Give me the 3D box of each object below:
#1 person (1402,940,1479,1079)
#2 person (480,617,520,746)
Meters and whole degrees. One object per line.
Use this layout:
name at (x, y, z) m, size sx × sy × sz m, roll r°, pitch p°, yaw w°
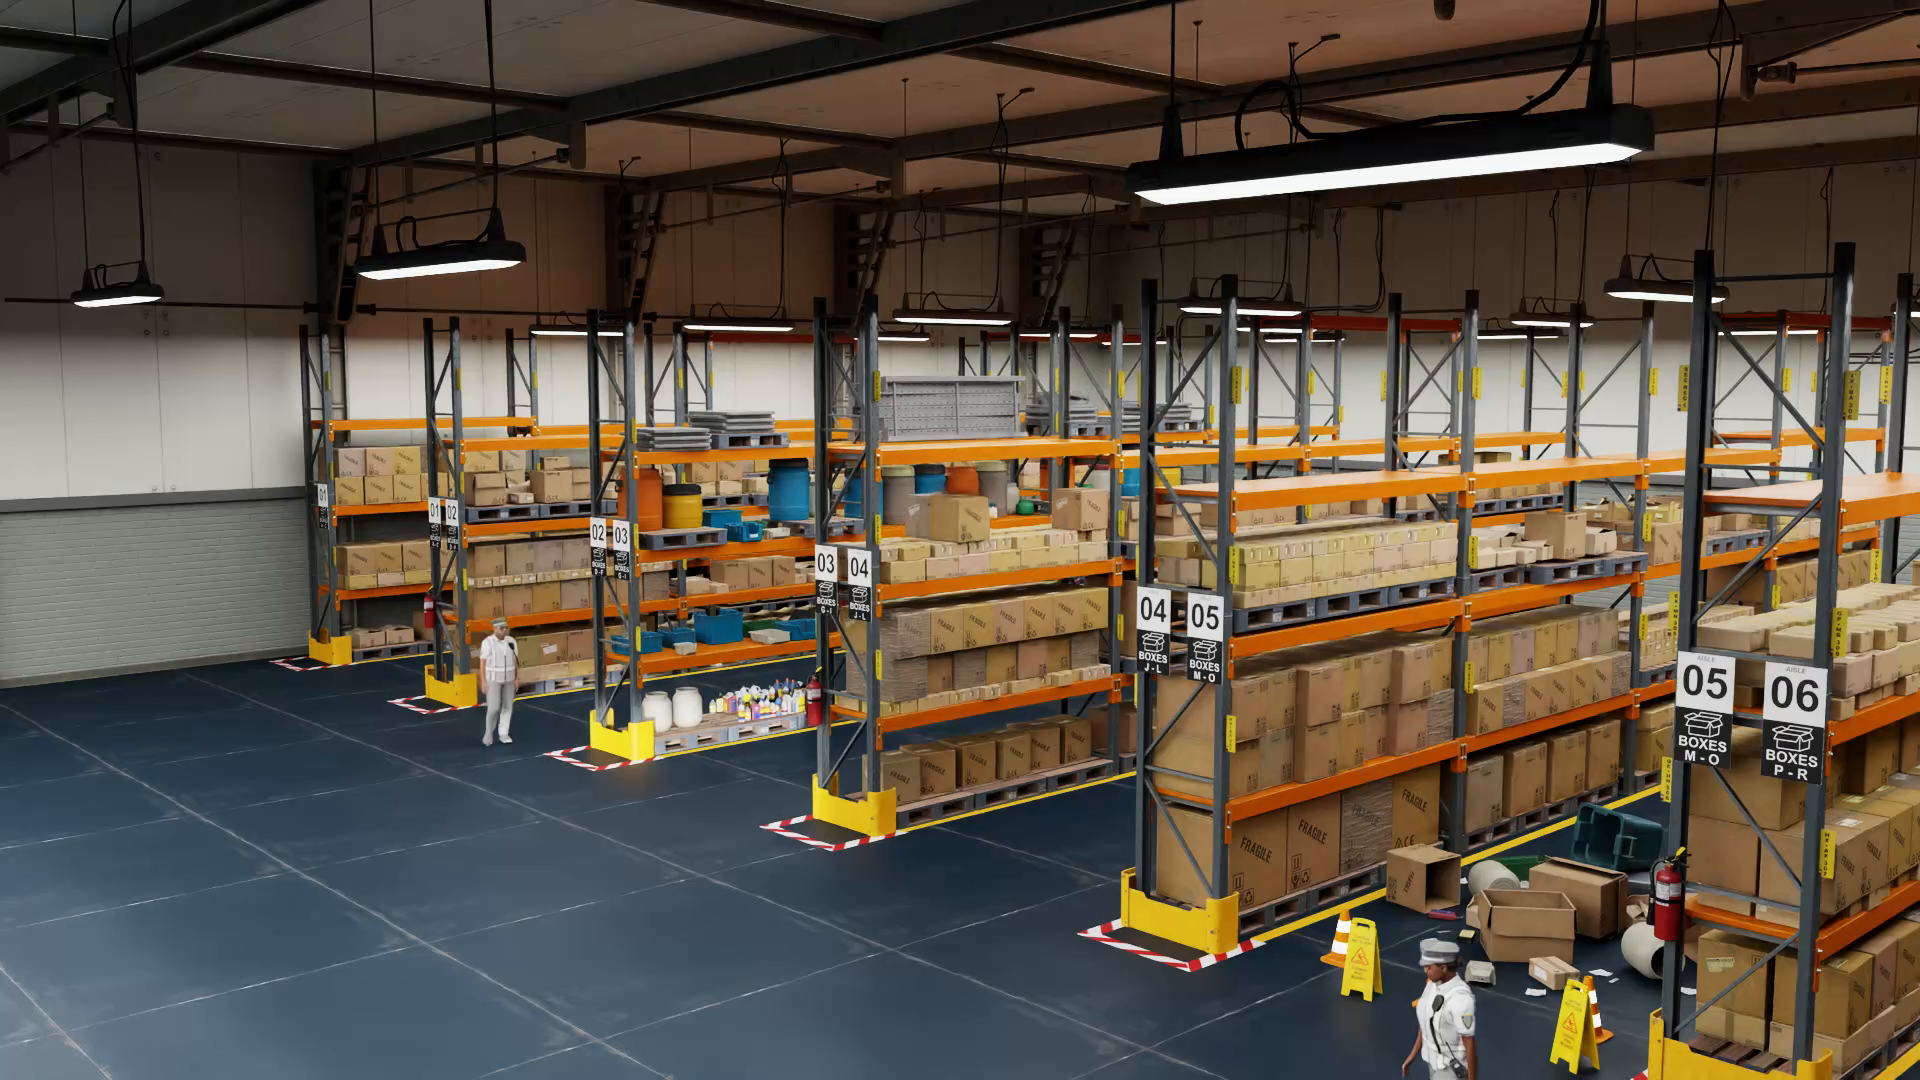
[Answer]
person at (3.017, 3.304, 10.425) m, size 0.895 × 1.614 × 0.488 m, roll -1°, pitch 6°, yaw -7°
person at (-6.379, 1.953, 23.078) m, size 0.570 × 1.791 × 0.439 m, roll -5°, pitch 8°, yaw -40°
